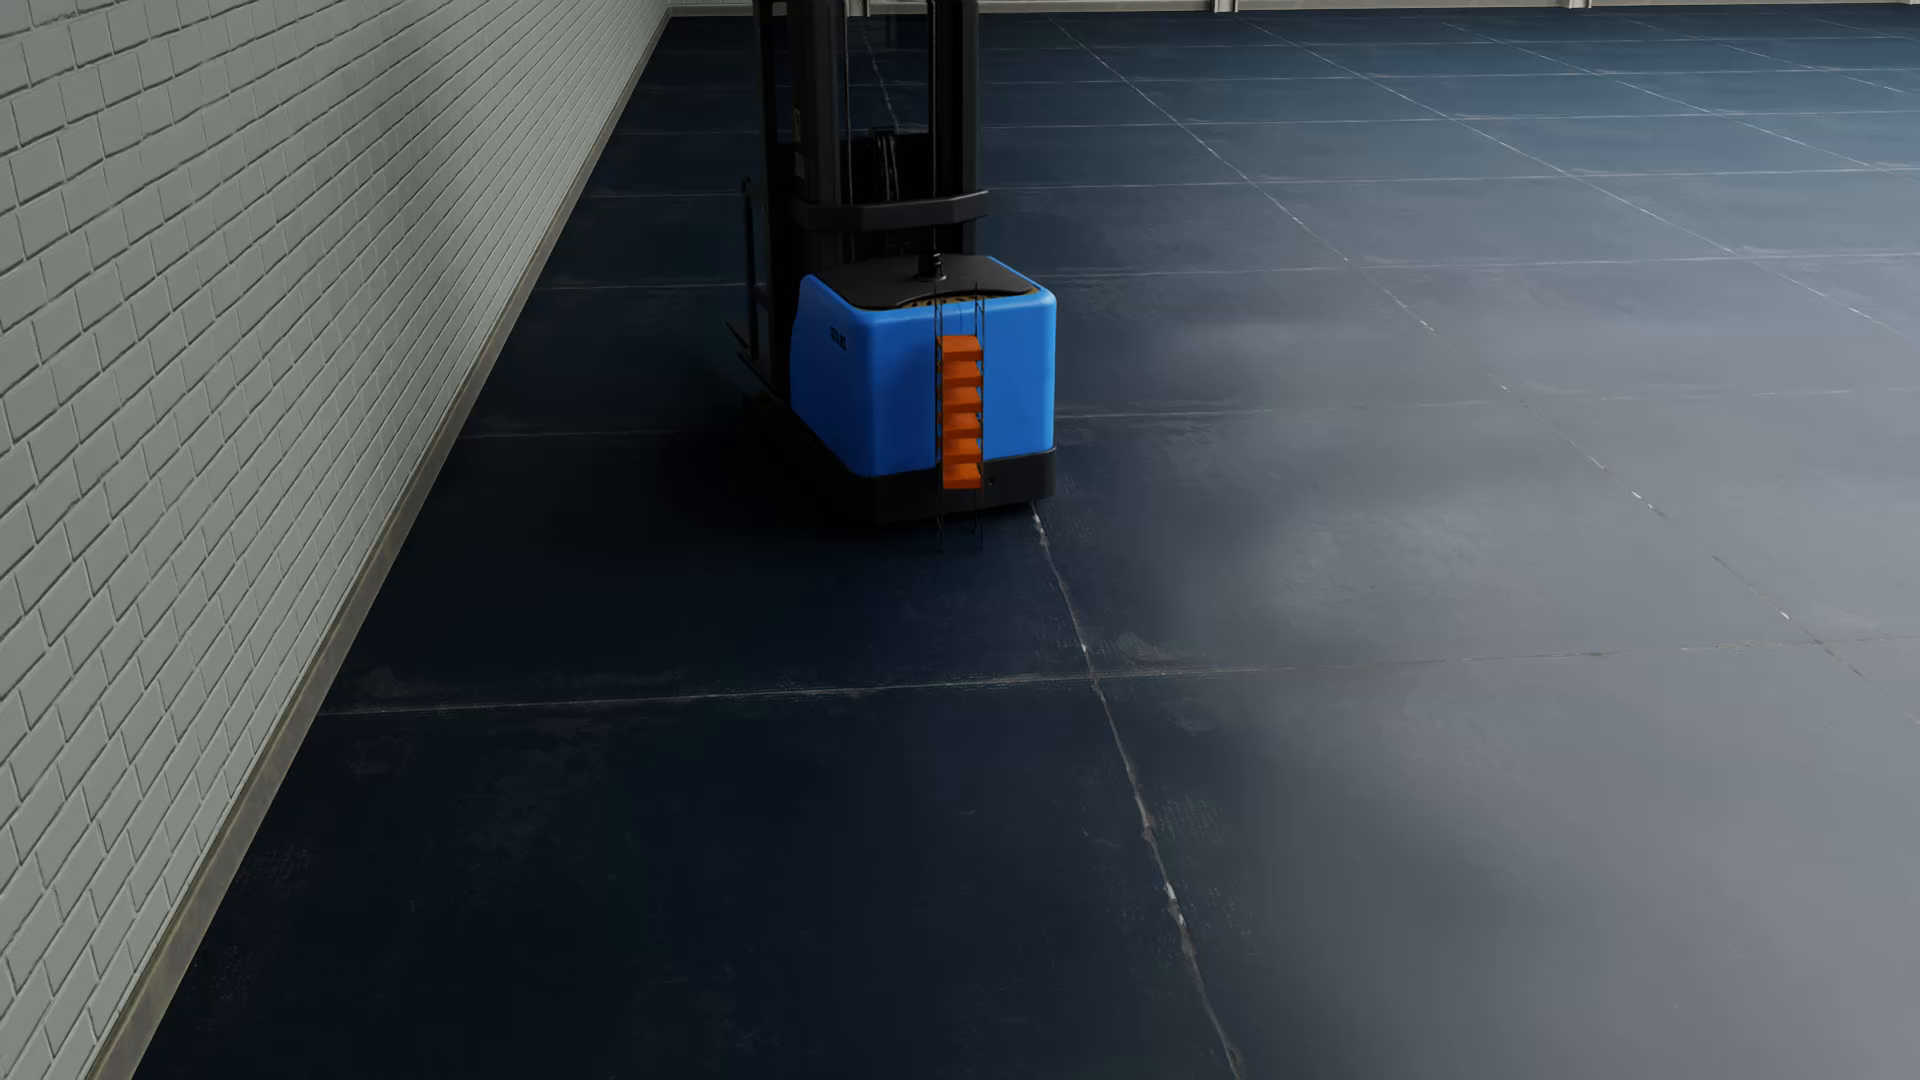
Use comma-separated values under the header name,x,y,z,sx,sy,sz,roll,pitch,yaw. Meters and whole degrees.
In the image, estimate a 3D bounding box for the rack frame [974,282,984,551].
name,x,y,z,sx,sy,sz,roll,pitch,yaw
rack frame,0.087,-0.545,7.499,0.006,1.200,0.240,-3,24,-7

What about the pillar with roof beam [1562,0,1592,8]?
name,x,y,z,sx,sy,sz,roll,pitch,yaw
pillar with roof beam,10.715,-11.278,22.045,0.400,9.000,9.100,-2,24,-5

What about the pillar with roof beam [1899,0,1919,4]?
name,x,y,z,sx,sy,sz,roll,pitch,yaw
pillar with roof beam,16.686,-11.518,22.584,0.400,9.000,9.100,-2,24,-5

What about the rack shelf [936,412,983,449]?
name,x,y,z,sx,sy,sz,roll,pitch,yaw
rack shelf,-0.004,-0.500,7.506,0.180,0.103,0.258,-3,24,-7

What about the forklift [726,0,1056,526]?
name,x,y,z,sx,sy,sz,roll,pitch,yaw
forklift,-0.561,-1.976,8.587,1.130,2.935,3.031,-9,26,-20

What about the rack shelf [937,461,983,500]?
name,x,y,z,sx,sy,sz,roll,pitch,yaw
rack shelf,-0.004,-0.280,7.604,0.180,0.103,0.258,-3,24,-7

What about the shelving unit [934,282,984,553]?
name,x,y,z,sx,sy,sz,roll,pitch,yaw
shelving unit,-0.004,-0.540,7.488,0.189,1.200,0.258,-3,24,-7

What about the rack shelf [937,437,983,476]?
name,x,y,z,sx,sy,sz,roll,pitch,yaw
rack shelf,-0.004,-0.390,7.555,0.180,0.103,0.258,-3,24,-7

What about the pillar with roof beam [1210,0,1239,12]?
name,x,y,z,sx,sy,sz,roll,pitch,yaw
pillar with roof beam,4.744,-11.039,21.506,0.400,9.000,9.100,-2,24,-5

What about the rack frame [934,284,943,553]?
name,x,y,z,sx,sy,sz,roll,pitch,yaw
rack frame,-0.095,-0.535,7.477,0.006,1.200,0.240,-3,24,-7

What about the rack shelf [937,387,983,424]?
name,x,y,z,sx,sy,sz,roll,pitch,yaw
rack shelf,-0.004,-0.609,7.457,0.180,0.103,0.258,-3,24,-7

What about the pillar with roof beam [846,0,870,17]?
name,x,y,z,sx,sy,sz,roll,pitch,yaw
pillar with roof beam,-1.227,-10.799,20.967,0.400,9.000,9.100,-2,24,-5

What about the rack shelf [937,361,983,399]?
name,x,y,z,sx,sy,sz,roll,pitch,yaw
rack shelf,-0.004,-0.719,7.409,0.180,0.103,0.258,-3,24,-7

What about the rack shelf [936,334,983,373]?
name,x,y,z,sx,sy,sz,roll,pitch,yaw
rack shelf,-0.004,-0.829,7.360,0.180,0.103,0.258,-3,24,-7
